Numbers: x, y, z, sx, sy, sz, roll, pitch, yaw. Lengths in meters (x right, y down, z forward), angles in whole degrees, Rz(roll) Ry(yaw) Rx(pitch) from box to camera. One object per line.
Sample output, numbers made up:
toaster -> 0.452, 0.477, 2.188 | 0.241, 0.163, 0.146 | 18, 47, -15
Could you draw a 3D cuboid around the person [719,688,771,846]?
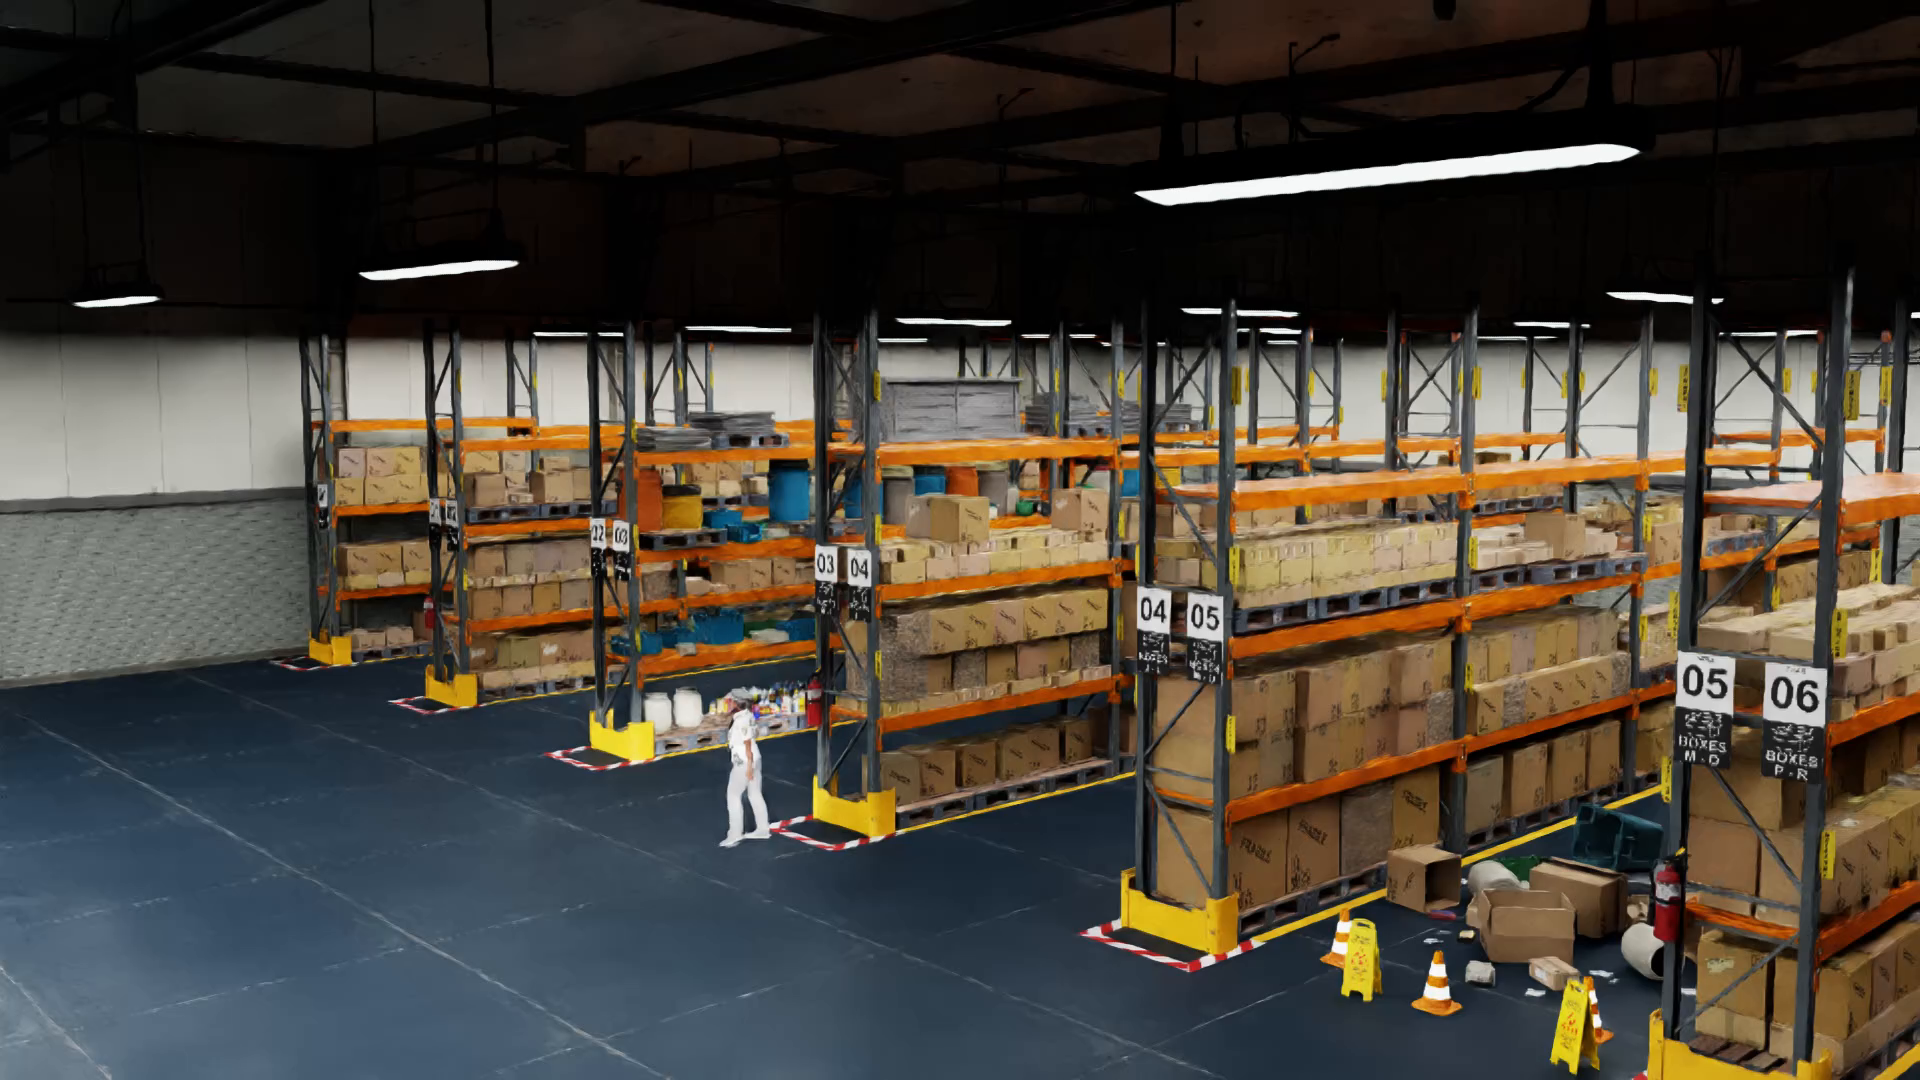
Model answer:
person -> -2.353, 2.497, 18.358 | 0.519, 1.711, 0.560 | 1, 6, 10
